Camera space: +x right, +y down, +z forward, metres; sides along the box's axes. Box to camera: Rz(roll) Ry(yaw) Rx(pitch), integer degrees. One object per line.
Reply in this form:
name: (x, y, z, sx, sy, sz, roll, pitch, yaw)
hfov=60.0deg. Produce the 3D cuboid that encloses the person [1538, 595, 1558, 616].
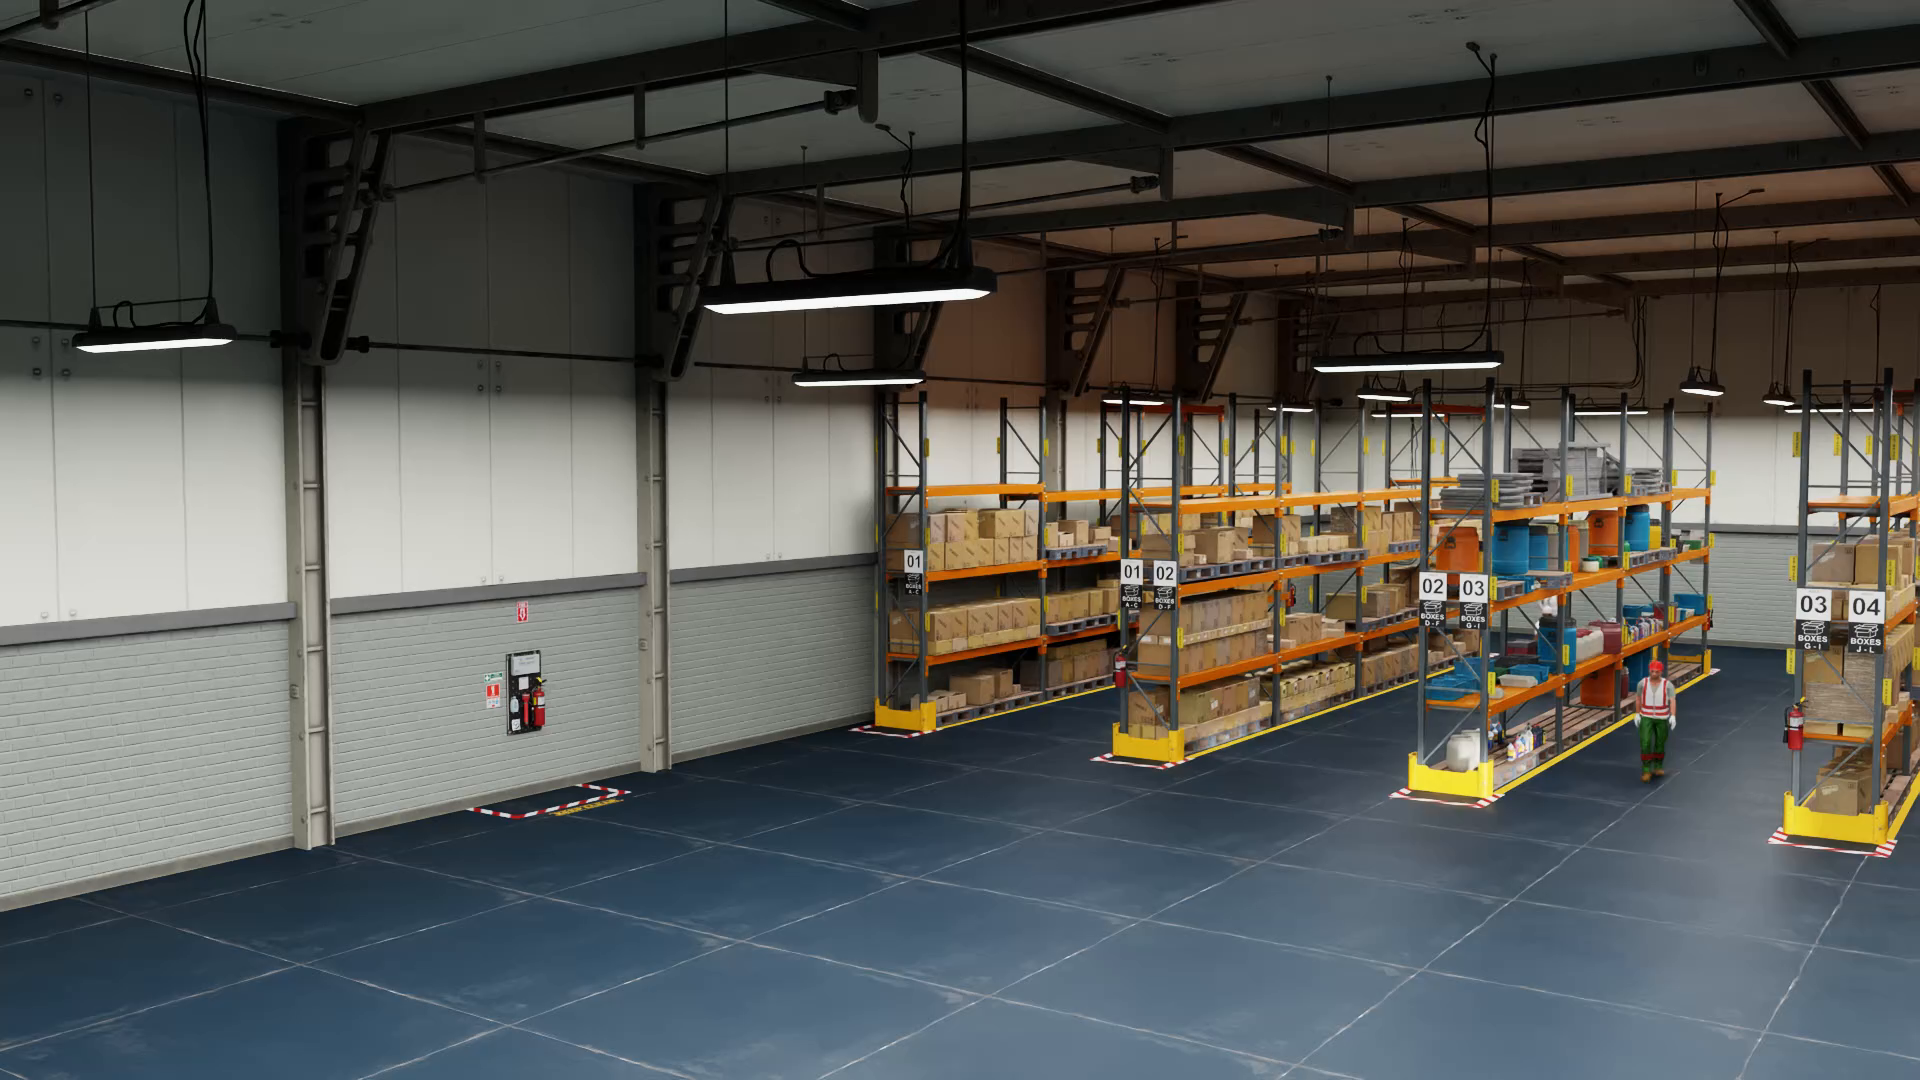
person: (14.954, 1.837, 41.920, 0.692, 1.681, 0.716, 3, 4, 43)

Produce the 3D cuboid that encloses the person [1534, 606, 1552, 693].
person: (11.986, 2.238, 33.930, 0.602, 1.766, 0.467, 0, 3, -6)

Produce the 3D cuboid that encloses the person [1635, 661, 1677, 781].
person: (10.524, 2.720, 25.164, 0.599, 1.807, 0.666, 2, 4, 26)
